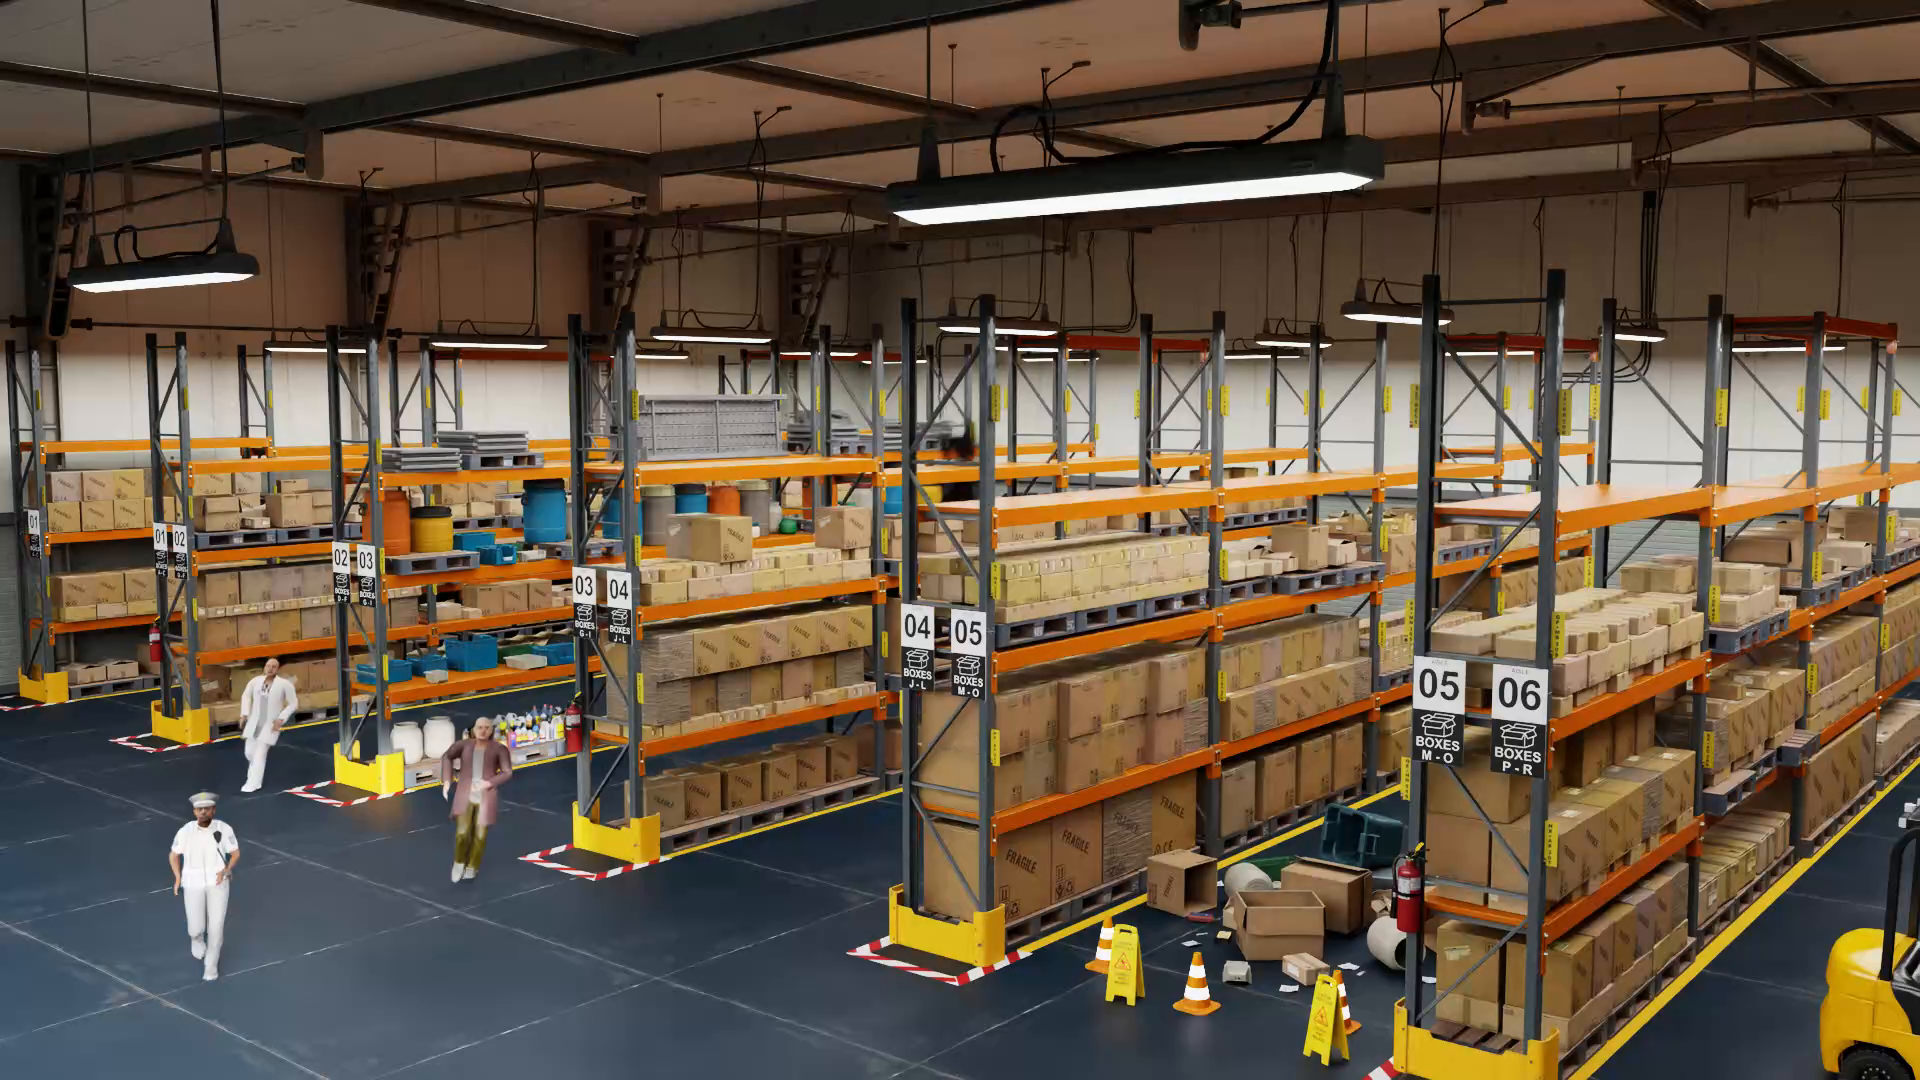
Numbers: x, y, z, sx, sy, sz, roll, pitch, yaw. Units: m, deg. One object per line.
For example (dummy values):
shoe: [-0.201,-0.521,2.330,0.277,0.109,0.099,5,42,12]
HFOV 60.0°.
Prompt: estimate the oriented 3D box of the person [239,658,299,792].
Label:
person: [-8.954,2.382,21.528,0.738,1.696,0.580,0,5,-3]

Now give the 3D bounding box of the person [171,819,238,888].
person: [-6.647,2.742,14.633,0.535,0.582,0.337,-2,6,-23]
